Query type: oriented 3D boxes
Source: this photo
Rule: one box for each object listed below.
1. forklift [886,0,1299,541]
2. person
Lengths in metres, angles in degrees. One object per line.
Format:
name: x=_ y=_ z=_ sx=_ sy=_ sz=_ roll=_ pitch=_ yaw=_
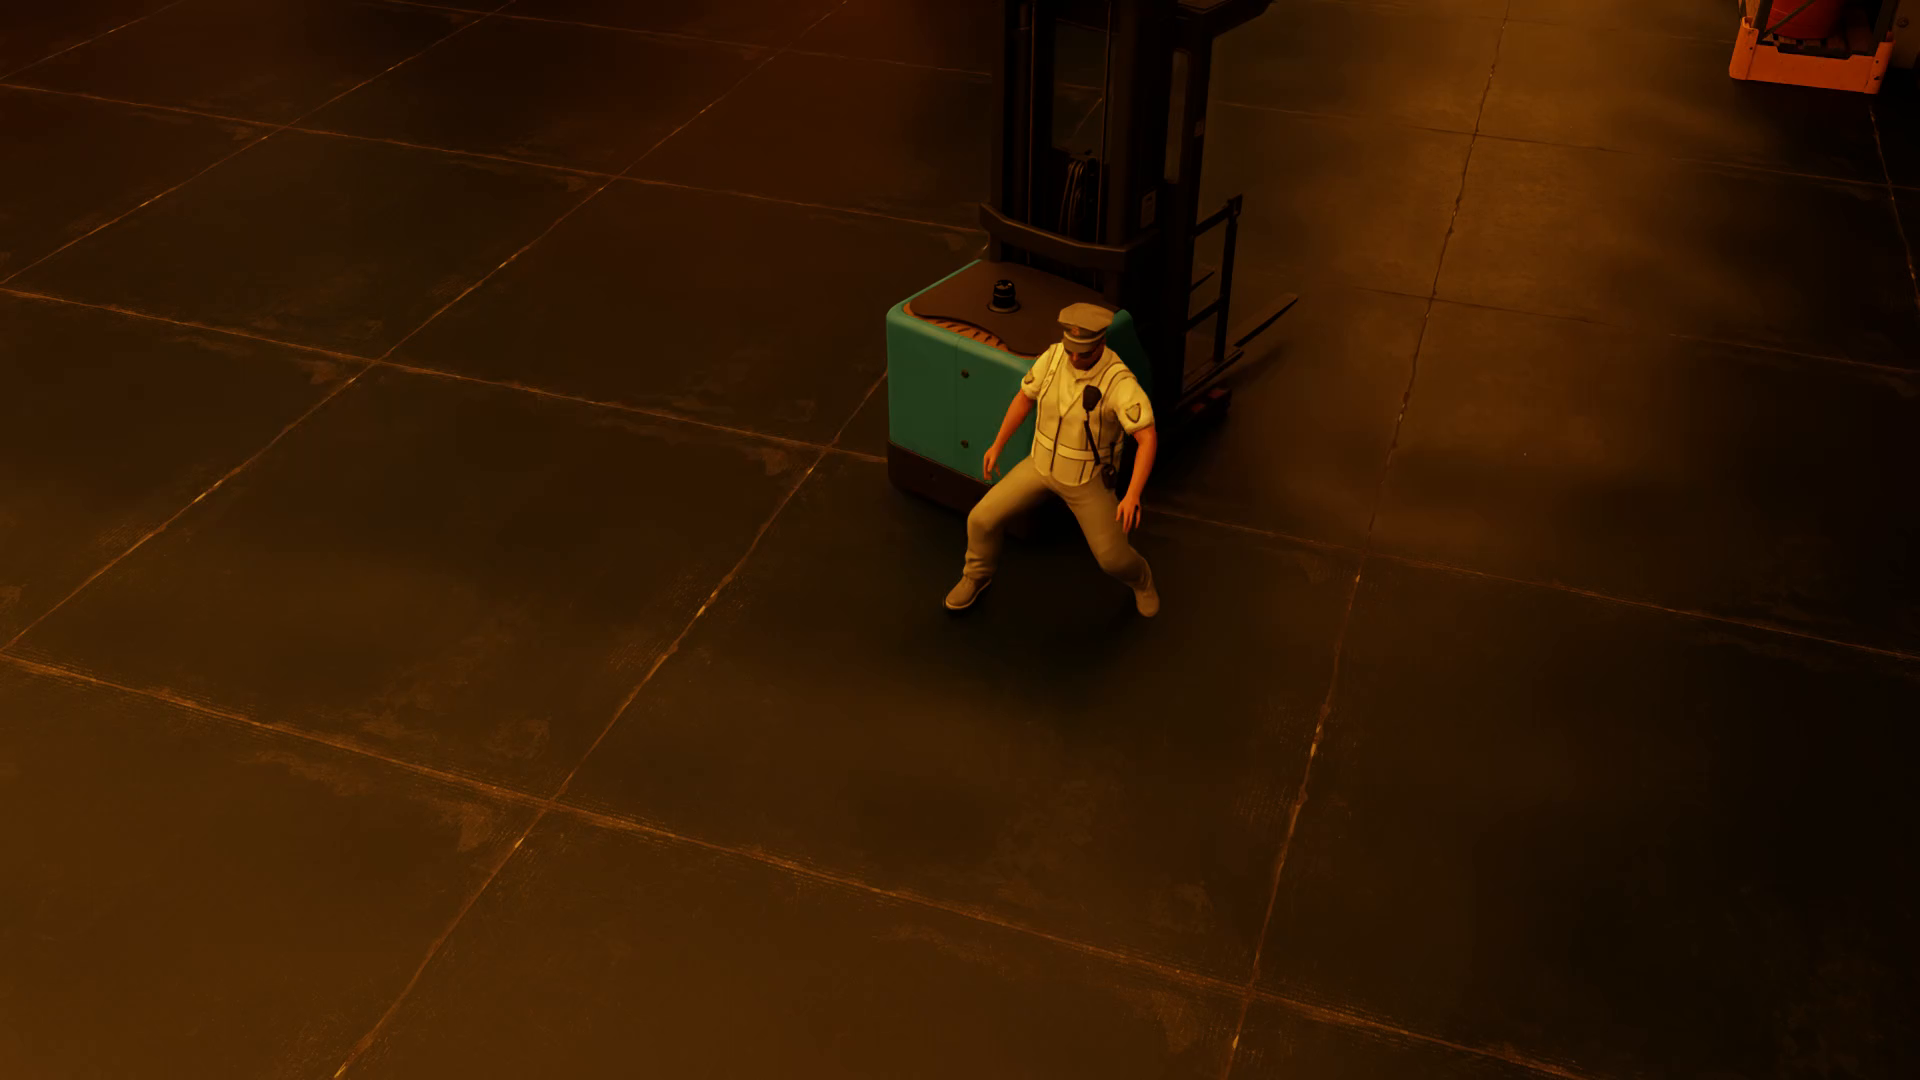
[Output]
forklift: x=0.918 y=-1.982 z=8.906 sx=1.130 sy=2.935 sz=3.031 roll=25 pitch=42 yaw=31
person: x=0.521 y=-0.315 z=7.738 sx=0.959 sy=1.630 sz=0.816 roll=23 pitch=42 yaw=29
